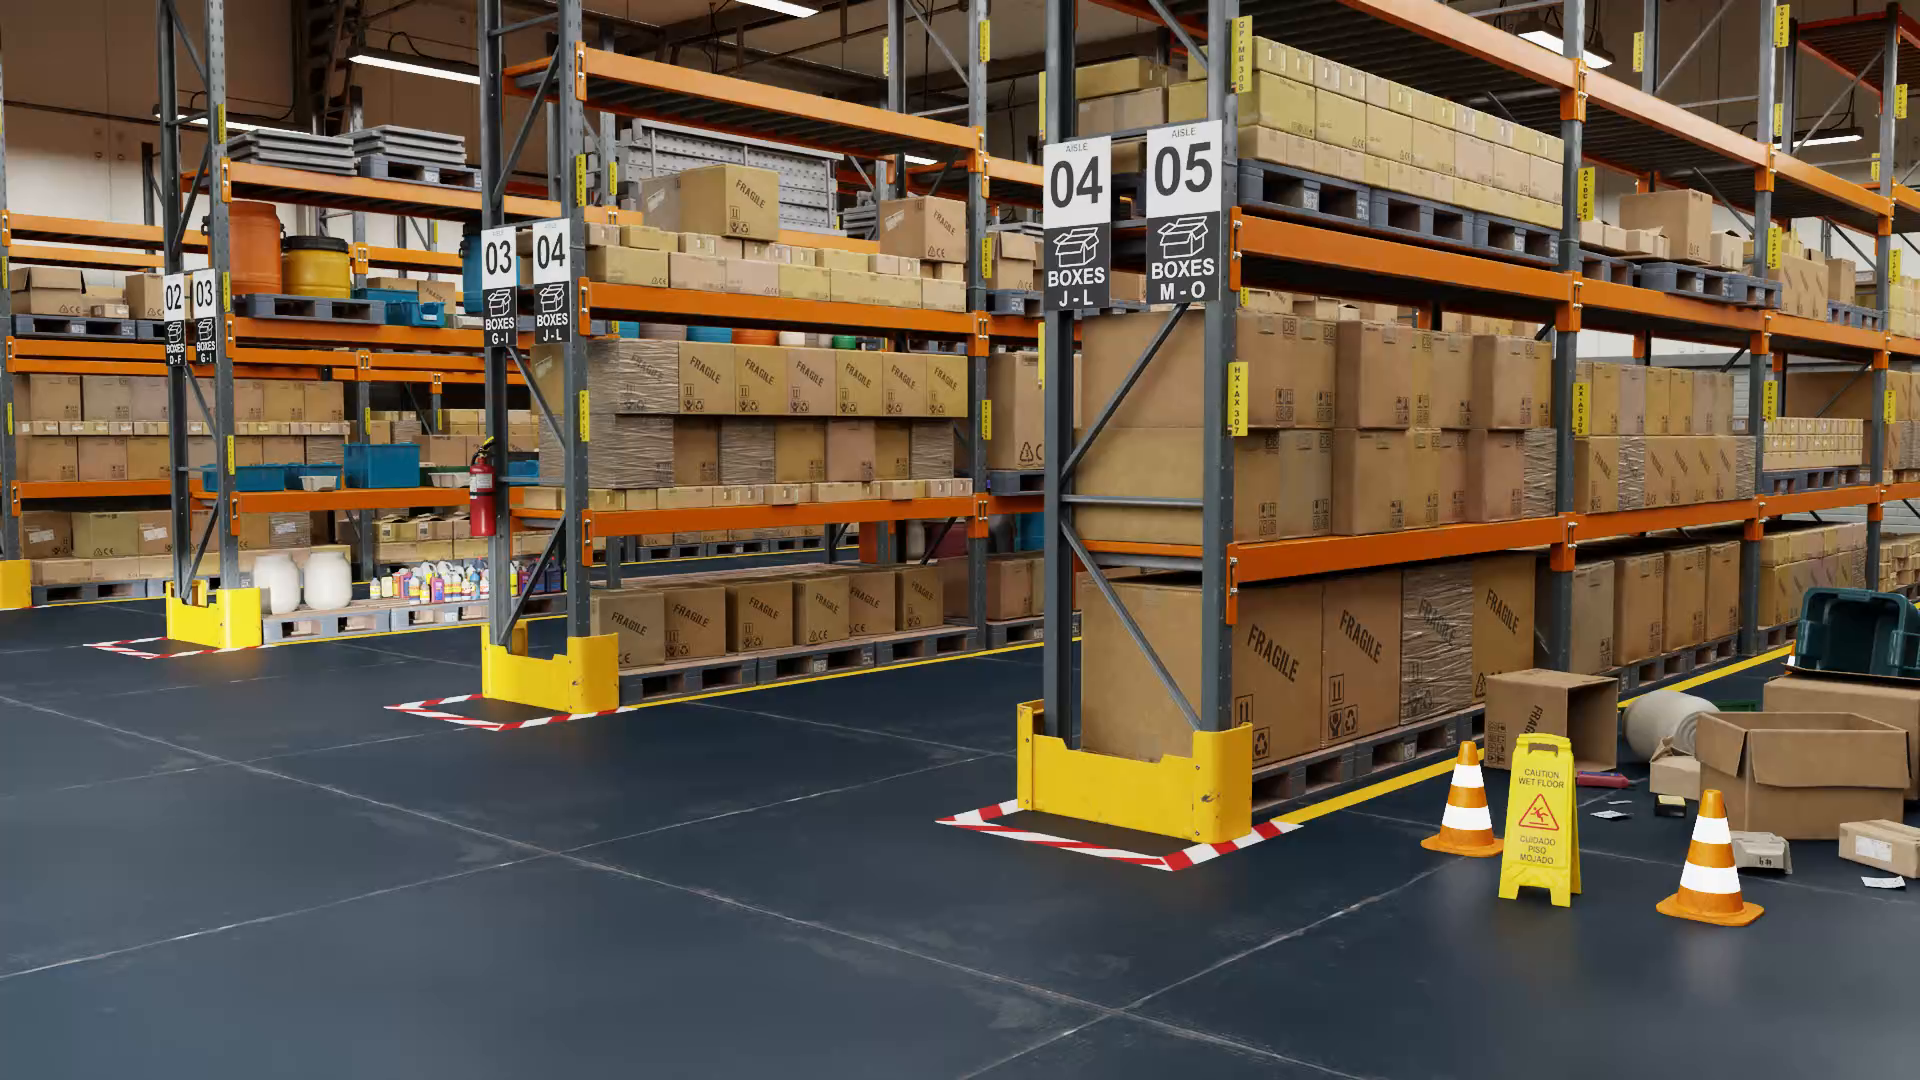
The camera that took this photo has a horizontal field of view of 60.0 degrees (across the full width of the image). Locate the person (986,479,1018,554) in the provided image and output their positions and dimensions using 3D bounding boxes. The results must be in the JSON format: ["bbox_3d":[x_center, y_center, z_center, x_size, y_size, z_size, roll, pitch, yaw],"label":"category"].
[{"bbox_3d":[0.399,-0.182,17.837,0.494,1.583,0.348,3,5,38],"label":"person"}]
